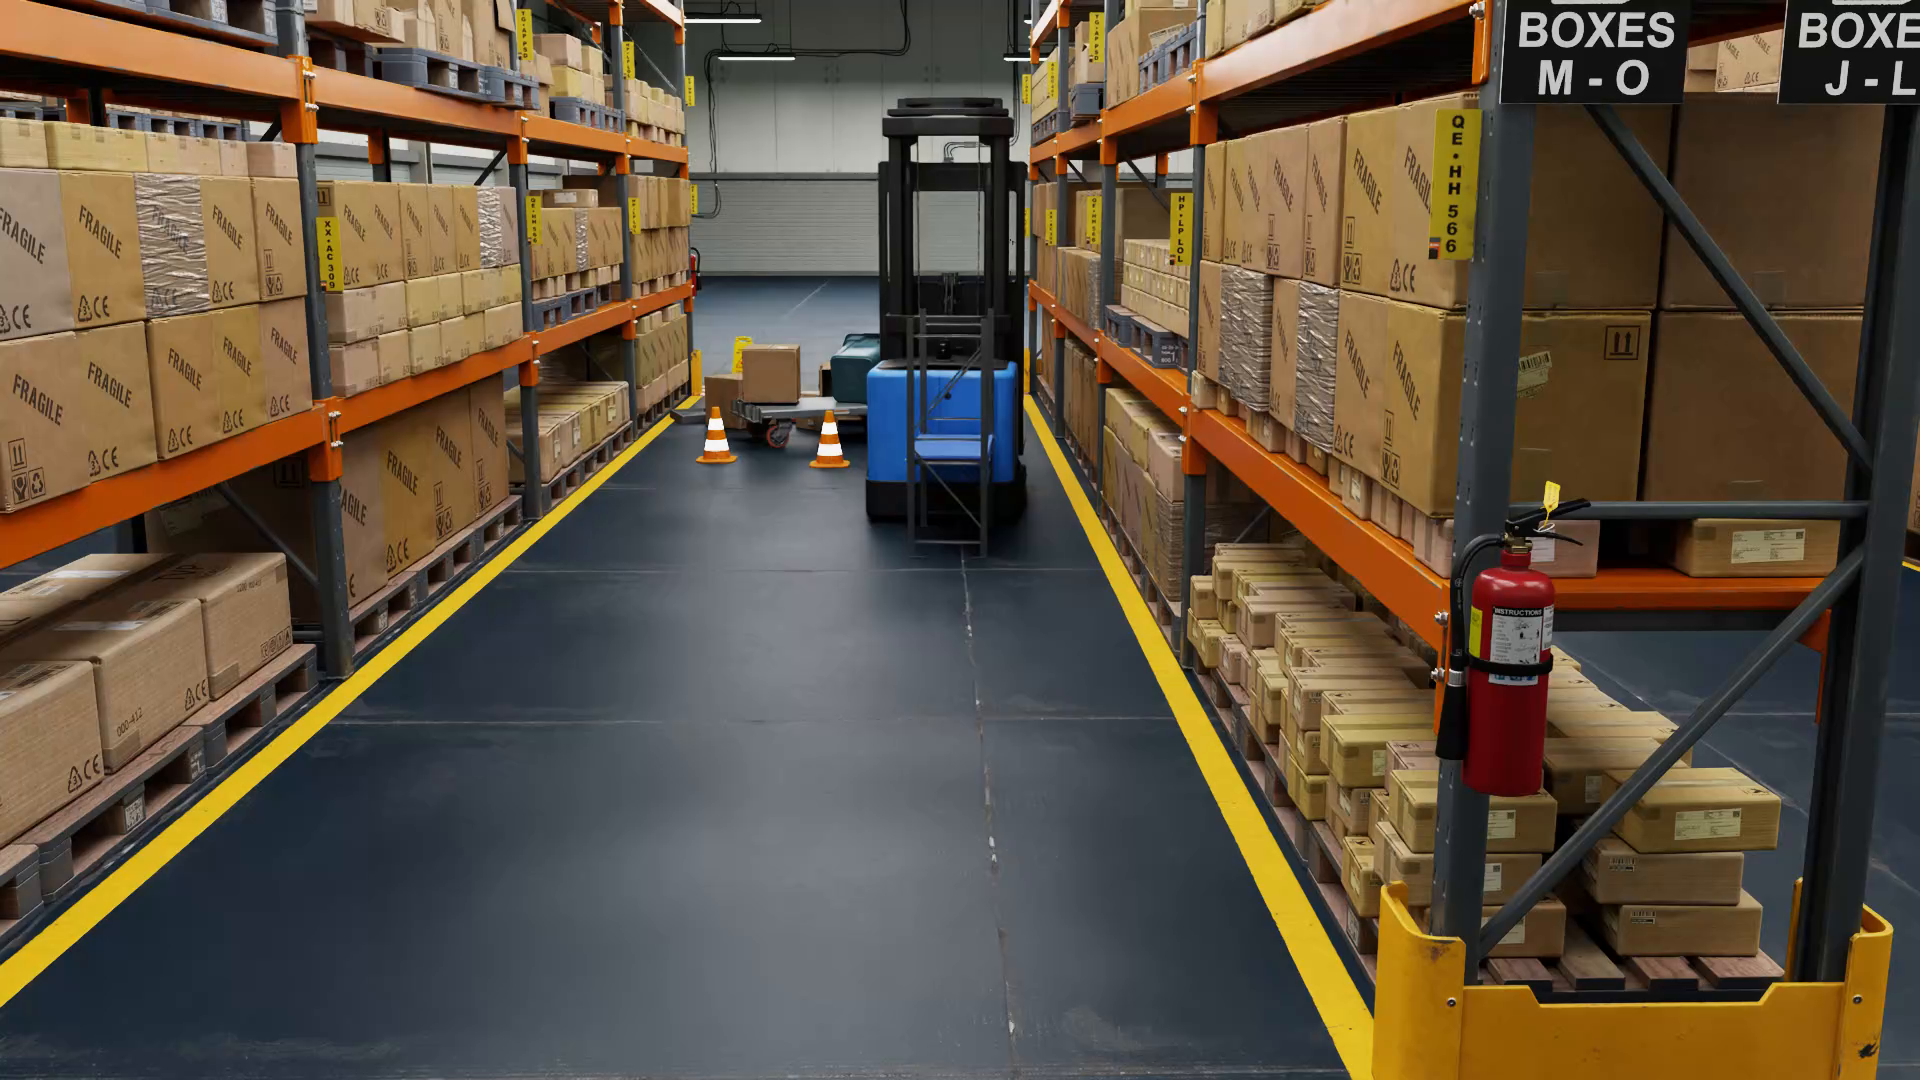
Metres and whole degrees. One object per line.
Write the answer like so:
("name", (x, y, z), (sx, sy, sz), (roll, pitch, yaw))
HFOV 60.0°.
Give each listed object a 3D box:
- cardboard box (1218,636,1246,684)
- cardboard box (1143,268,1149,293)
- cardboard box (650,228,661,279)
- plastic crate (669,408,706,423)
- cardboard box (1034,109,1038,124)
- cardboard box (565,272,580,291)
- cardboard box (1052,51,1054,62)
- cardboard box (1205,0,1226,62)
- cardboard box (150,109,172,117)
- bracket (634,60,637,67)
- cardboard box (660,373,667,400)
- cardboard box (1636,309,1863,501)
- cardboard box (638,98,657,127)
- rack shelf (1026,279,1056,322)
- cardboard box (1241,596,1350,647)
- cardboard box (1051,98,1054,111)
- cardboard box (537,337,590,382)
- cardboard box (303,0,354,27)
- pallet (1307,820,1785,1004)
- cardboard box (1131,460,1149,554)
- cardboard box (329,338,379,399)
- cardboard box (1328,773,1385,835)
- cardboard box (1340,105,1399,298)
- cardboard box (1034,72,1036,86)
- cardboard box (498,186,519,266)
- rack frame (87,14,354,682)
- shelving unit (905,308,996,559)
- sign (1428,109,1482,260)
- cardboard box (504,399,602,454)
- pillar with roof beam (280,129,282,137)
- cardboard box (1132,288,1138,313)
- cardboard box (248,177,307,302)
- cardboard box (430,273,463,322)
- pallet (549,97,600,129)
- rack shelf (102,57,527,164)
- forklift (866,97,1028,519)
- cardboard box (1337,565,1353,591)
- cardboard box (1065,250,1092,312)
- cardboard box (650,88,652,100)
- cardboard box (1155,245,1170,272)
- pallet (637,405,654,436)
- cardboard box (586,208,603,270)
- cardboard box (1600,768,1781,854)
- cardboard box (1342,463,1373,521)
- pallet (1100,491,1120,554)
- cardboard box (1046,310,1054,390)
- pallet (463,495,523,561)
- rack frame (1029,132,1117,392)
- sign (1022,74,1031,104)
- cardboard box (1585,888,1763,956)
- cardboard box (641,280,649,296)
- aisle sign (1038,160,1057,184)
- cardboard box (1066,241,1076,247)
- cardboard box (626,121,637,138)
("cardboard box", (1.316, 0.511, 7.112), (0.380, 0.149, 0.250), (0, 11, -1))
("cardboard box", (1.320, -1.577, 10.114), (0.380, 0.149, 0.250), (0, 11, -1))
("cardboard box", (-3.307, -2.889, 16.757), (0.500, 0.500, 0.500), (0, 11, -2))
("plastic crate", (-2.758, -1.291, 17.222), (0.402, 0.080, 0.583), (-4, 12, -21))
("cardboard box", (1.016, -4.674, 18.333), (0.380, 0.149, 0.250), (0, 11, -1))
("cardboard box", (-3.268, -2.081, 13.347), (0.380, 0.149, 0.250), (0, 11, 1))
("cardboard box", (1.070, -4.561, 15.771), (0.380, 0.149, 0.250), (0, 11, -1))
("cardboard box", (1.313, -2.160, 6.995), (0.500, 0.250, 0.500), (0, 11, 2))
("cardboard box", (-8.443, -4.548, 16.823), (0.797, 0.503, 0.637), (0, 11, 1))
("bracket", (-9.800, -14.261, 49.668), (0.235, 0.232, 0.430), (0, 11, -1))
("cardboard box", (-3.323, -1.595, 17.234), (0.500, 0.250, 0.500), (0, 11, -2))
("cardboard box", (1.917, -0.347, 4.224), (0.500, 0.500, 0.500), (0, 11, 2))
("cardboard box", (-3.298, -4.239, 16.496), (0.500, 0.250, 0.500), (0, 11, -1))
("rack shelf", (1.360, -2.492, 17.607), (1.077, 0.370, 4.000), (0, 11, -1))
("cardboard box", (1.320, 0.320, 6.554), (0.380, 0.149, 0.250), (0, 11, 0))
("cardboard box", (1.069, -4.170, 15.848), (0.380, 0.149, 0.250), (0, 11, 0))
("cardboard box", (-3.826, -1.749, 16.108), (0.500, 0.500, 0.500), (0, 11, -2))
("cardboard box", (-3.040, -2.527, 7.709), (0.396, 0.266, 0.258), (0, 11, -2))
("pallet", (1.667, 1.128, 4.966), (1.003, 0.211, 1.213), (0, 11, -1))
("cardboard box", (1.283, -0.187, 9.669), (0.500, 0.500, 0.500), (0, 11, -2))
("cardboard box", (-3.125, -0.831, 7.989), (0.500, 0.250, 0.500), (-1, 11, -2))
("cardboard box", (1.341, 0.777, 5.050), (0.380, 0.149, 0.250), (-1, 11, -3))
("cardboard box", (1.381, -0.937, 4.619), (0.500, 0.500, 0.500), (-1, 11, -3))
("cardboard box", (1.018, -5.066, 18.261), (0.380, 0.149, 0.250), (0, 11, -2))
("cardboard box", (-3.190, -2.049, 10.847), (0.500, 0.500, 0.500), (-1, 11, -3))
("rack frame", (-3.380, -0.816, 7.538), (1.000, 3.000, 0.127), (0, 11, -1))
("shelving unit", (-0.049, -0.721, 10.839), (0.538, 1.500, 1.048), (1, 11, 3))
("sign", (1.094, -0.786, 3.680), (0.100, 0.325, 0.005), (0, 11, -1))
("cardboard box", (-3.498, -0.939, 13.697), (0.950, 0.372, 0.625), (0, 11, 1))
("pillar with roof beam", (-5.297, -7.189, 23.861), (9.100, 9.000, 0.400), (0, 11, -1))
("cardboard box", (1.303, -1.538, 10.670), (0.380, 0.149, 0.250), (0, 11, 2))
("cardboard box", (-3.094, -1.263, 6.972), (0.500, 0.500, 0.500), (0, 11, -2))
("cardboard box", (-3.142, -1.381, 9.441), (0.500, 0.250, 0.500), (-1, 11, -3))
("pallet", (-3.614, -3.455, 13.474), (1.213, 0.211, 1.003), (0, 11, -1))
("rack shelf", (-3.421, -2.331, 9.271), (1.077, 0.370, 4.000), (0, 11, -1))
("forklift", (-0.045, -1.831, 12.714), (1.130, 2.935, 3.031), (1, 11, 3))
("cardboard box", (1.880, 0.163, 7.327), (0.380, 0.149, 0.250), (0, 11, 0))
("cardboard box", (1.162, -2.190, 14.060), (0.500, 0.500, 0.500), (0, 11, -1))
("cardboard box", (-3.340, -4.517, 16.861), (0.380, 0.149, 0.250), (0, 11, 0))
("cardboard box", (1.330, -1.622, 9.592), (0.380, 0.149, 0.250), (0, 11, -2))
("pallet", (-3.594, -1.173, 16.311), (1.003, 0.211, 1.213), (0, 11, -1))
("cardboard box", (-3.290, -2.515, 13.856), (0.500, 0.500, 0.500), (0, 11, 1))
("cardboard box", (1.978, 0.733, 4.521), (0.380, 0.149, 0.250), (-1, 11, -4))
("cardboard box", (1.344, -0.152, 4.896), (0.380, 0.149, 0.250), (0, 11, 0))
("pallet", (1.499, -0.130, 11.168), (1.003, 0.211, 1.213), (0, 11, -1))
("cardboard box", (1.419, -2.097, 18.139), (0.875, 0.875, 0.875), (0, 11, -2))
("pallet", (-3.522, -0.088, 10.960), (1.003, 0.211, 1.213), (0, 11, -1))
("rack frame", (1.319, -3.242, 19.495), (1.000, 3.000, 0.127), (0, 11, -1))
("sign", (0.764, -5.178, 19.097), (0.100, 0.325, 0.005), (0, 11, -1))
("cardboard box", (1.959, 1.024, 4.579), (0.380, 0.149, 0.250), (0, 11, 0))
("cardboard box", (-3.294, -2.499, 16.466), (0.380, 0.149, 0.250), (0, 11, 1))
("aisle sign", (1.018, -4.529, 19.300), (0.394, 0.787, 0.004), (0, 11, -1))
("cardboard box", (1.382, -2.594, 15.922), (0.875, 0.550, 0.550), (0, 11, -1))
("cardboard box", (-3.253, -3.869, 15.671), (0.380, 0.149, 0.250), (0, 11, -1))
